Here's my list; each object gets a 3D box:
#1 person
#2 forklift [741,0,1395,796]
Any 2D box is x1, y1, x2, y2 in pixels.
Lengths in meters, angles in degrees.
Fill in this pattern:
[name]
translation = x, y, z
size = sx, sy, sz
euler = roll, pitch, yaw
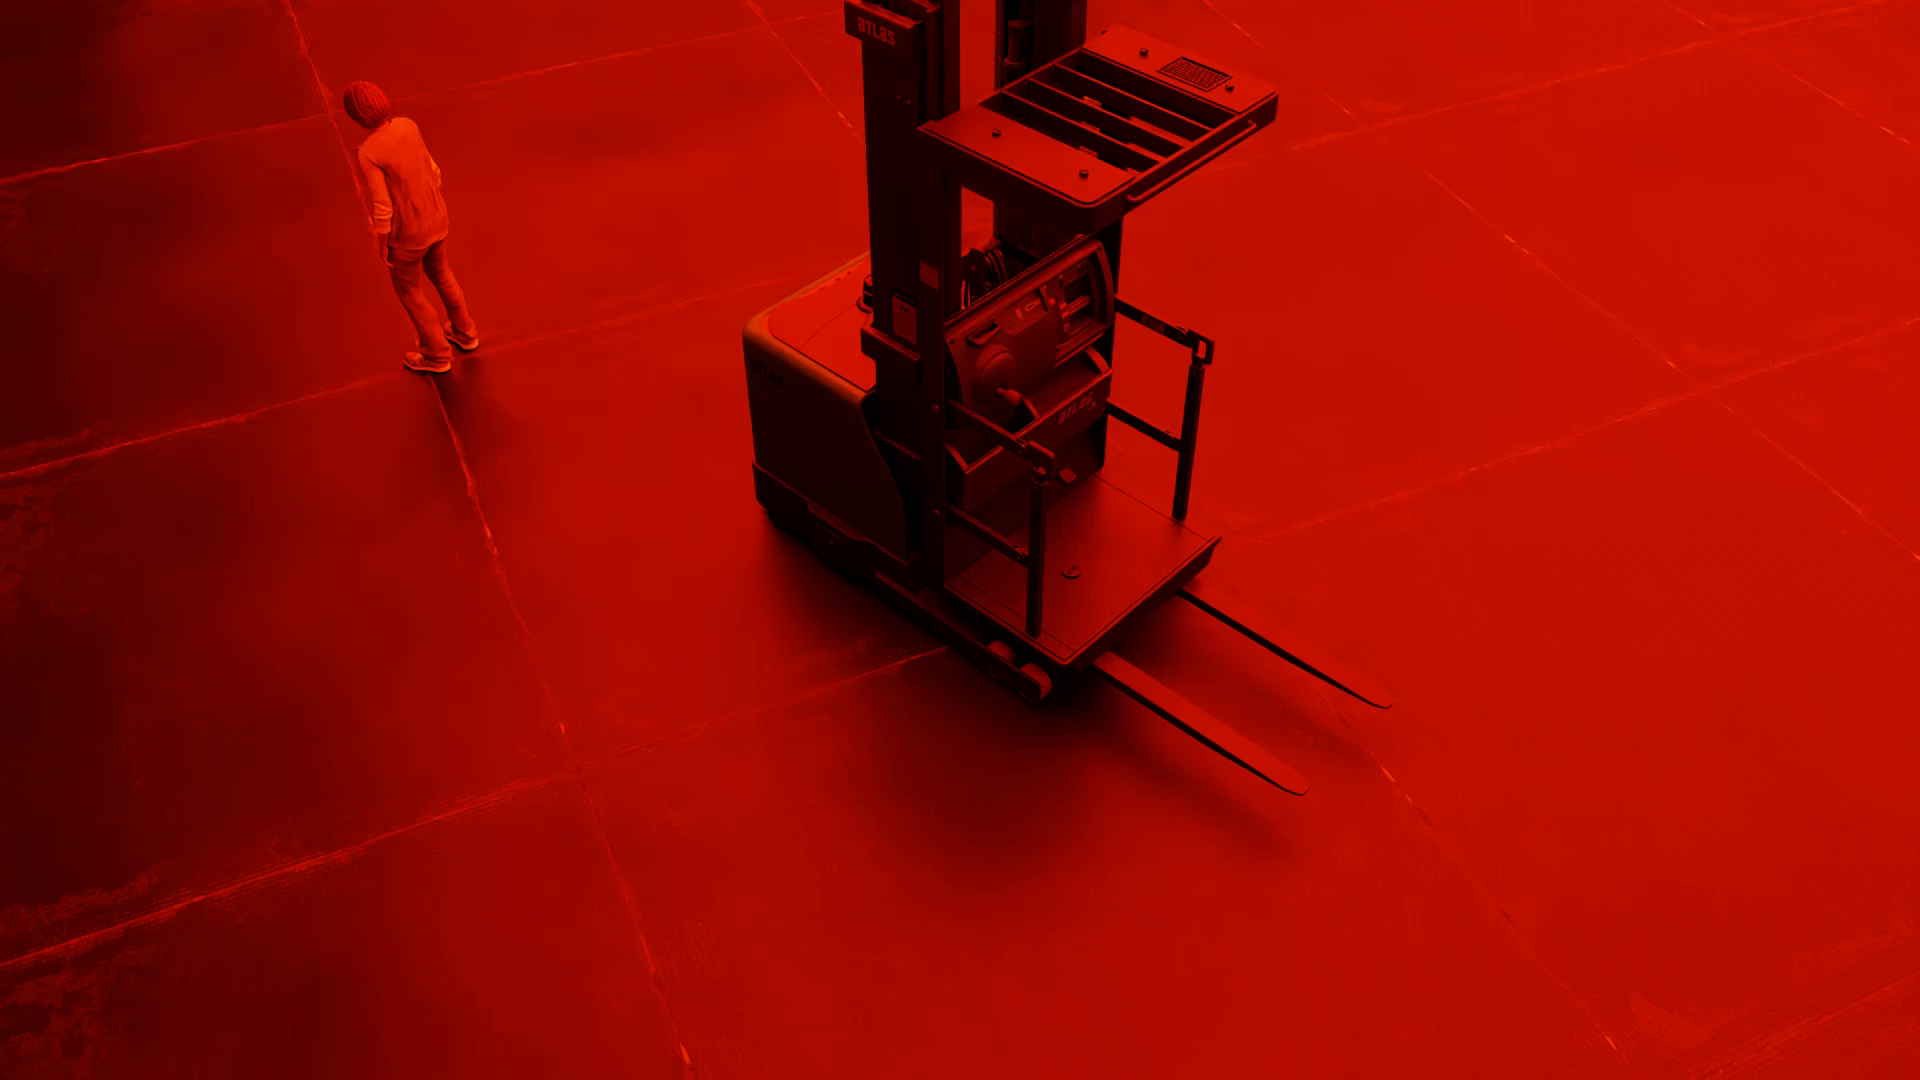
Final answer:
[person]
translation = -2.743, -1.551, 8.325
size = 0.348, 1.592, 0.468
euler = 19, 46, 19
[forklift]
translation = 0.445, -0.788, 6.525
size = 3.031, 2.935, 1.130
euler = 32, 52, 30
